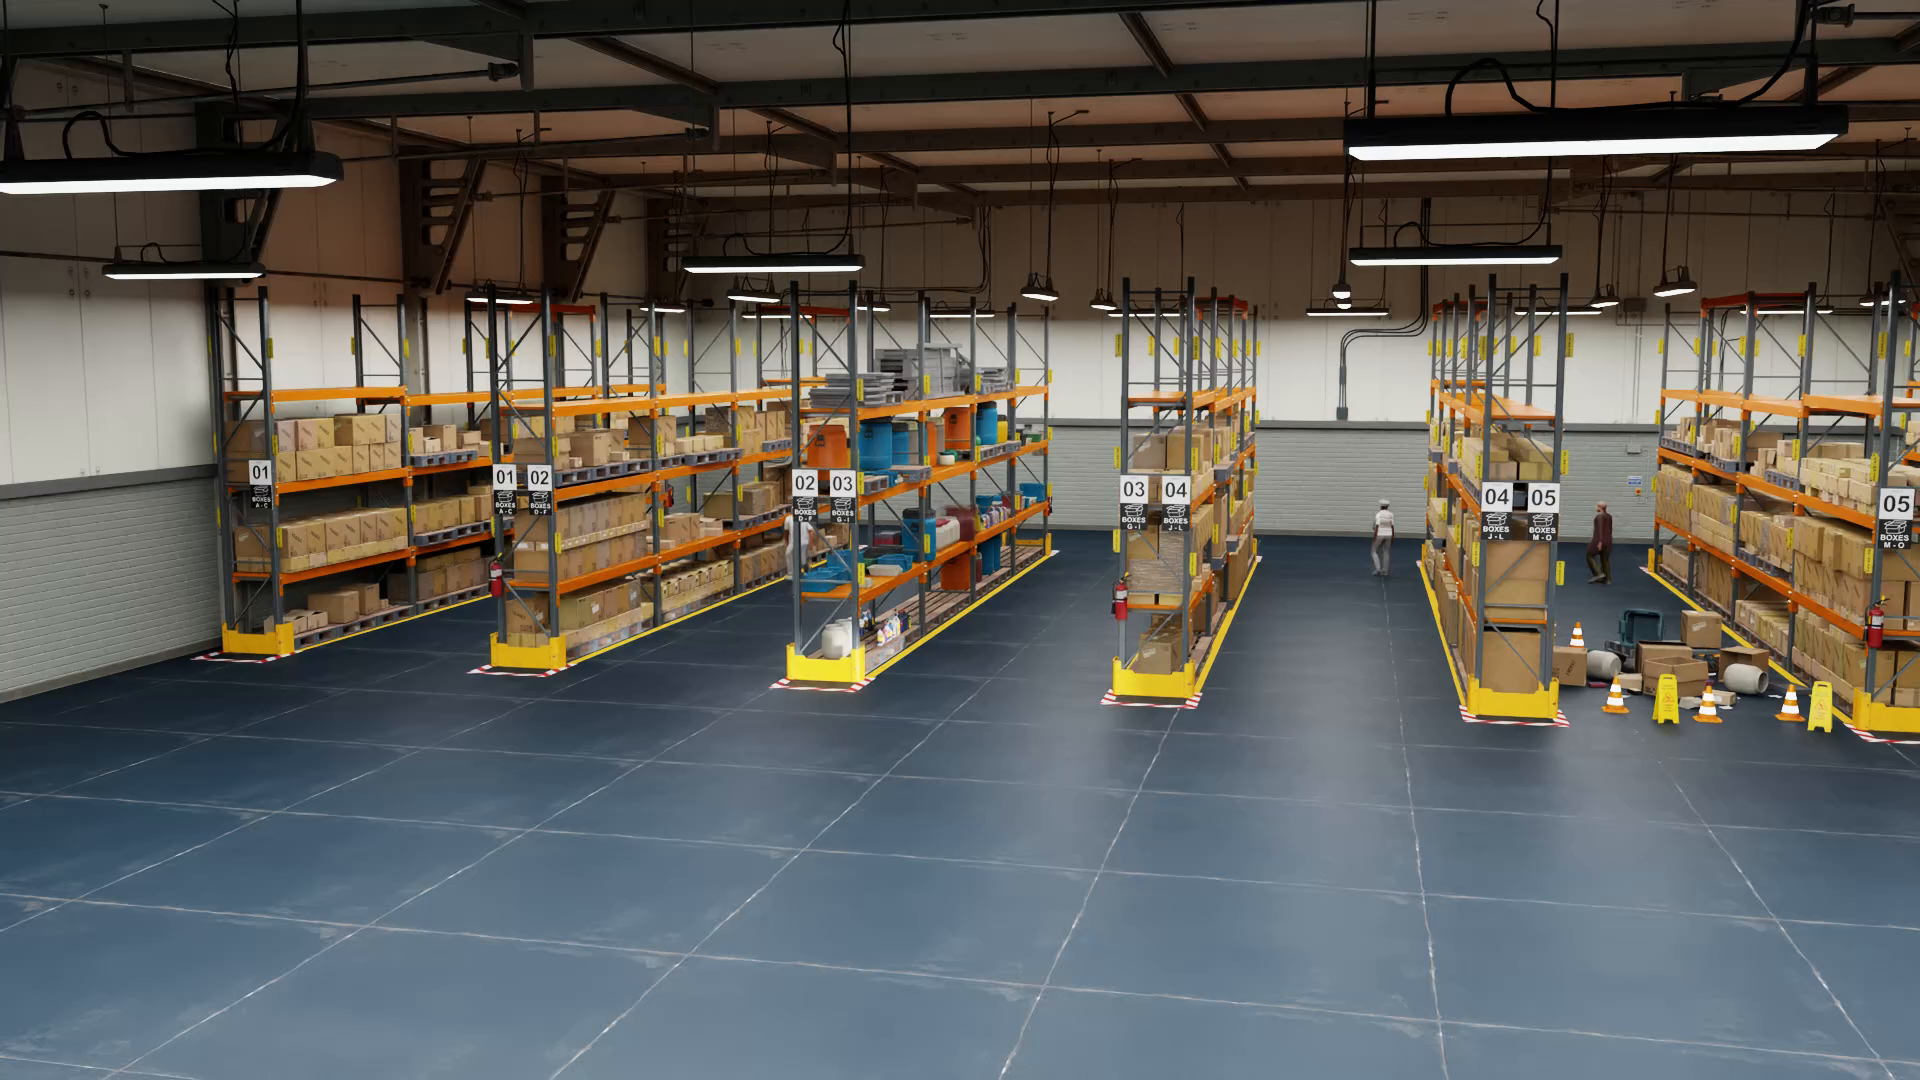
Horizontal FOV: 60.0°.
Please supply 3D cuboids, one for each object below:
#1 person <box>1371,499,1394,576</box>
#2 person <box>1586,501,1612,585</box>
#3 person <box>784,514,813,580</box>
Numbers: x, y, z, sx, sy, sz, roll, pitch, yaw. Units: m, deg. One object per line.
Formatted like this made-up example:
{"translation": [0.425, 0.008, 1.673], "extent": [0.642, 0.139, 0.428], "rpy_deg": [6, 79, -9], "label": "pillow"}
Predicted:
{"translation": [9.359, -0.037, 36.801], "extent": [0.500, 1.718, 0.373], "rpy_deg": [-2, 7, -14], "label": "person"}
{"translation": [13.650, 0.054, 35.283], "extent": [0.591, 1.756, 0.553], "rpy_deg": [-3, 7, -22], "label": "person"}
{"translation": [-3.338, 0.008, 34.188], "extent": [0.644, 1.604, 1.080], "rpy_deg": [1, 7, 10], "label": "person"}
